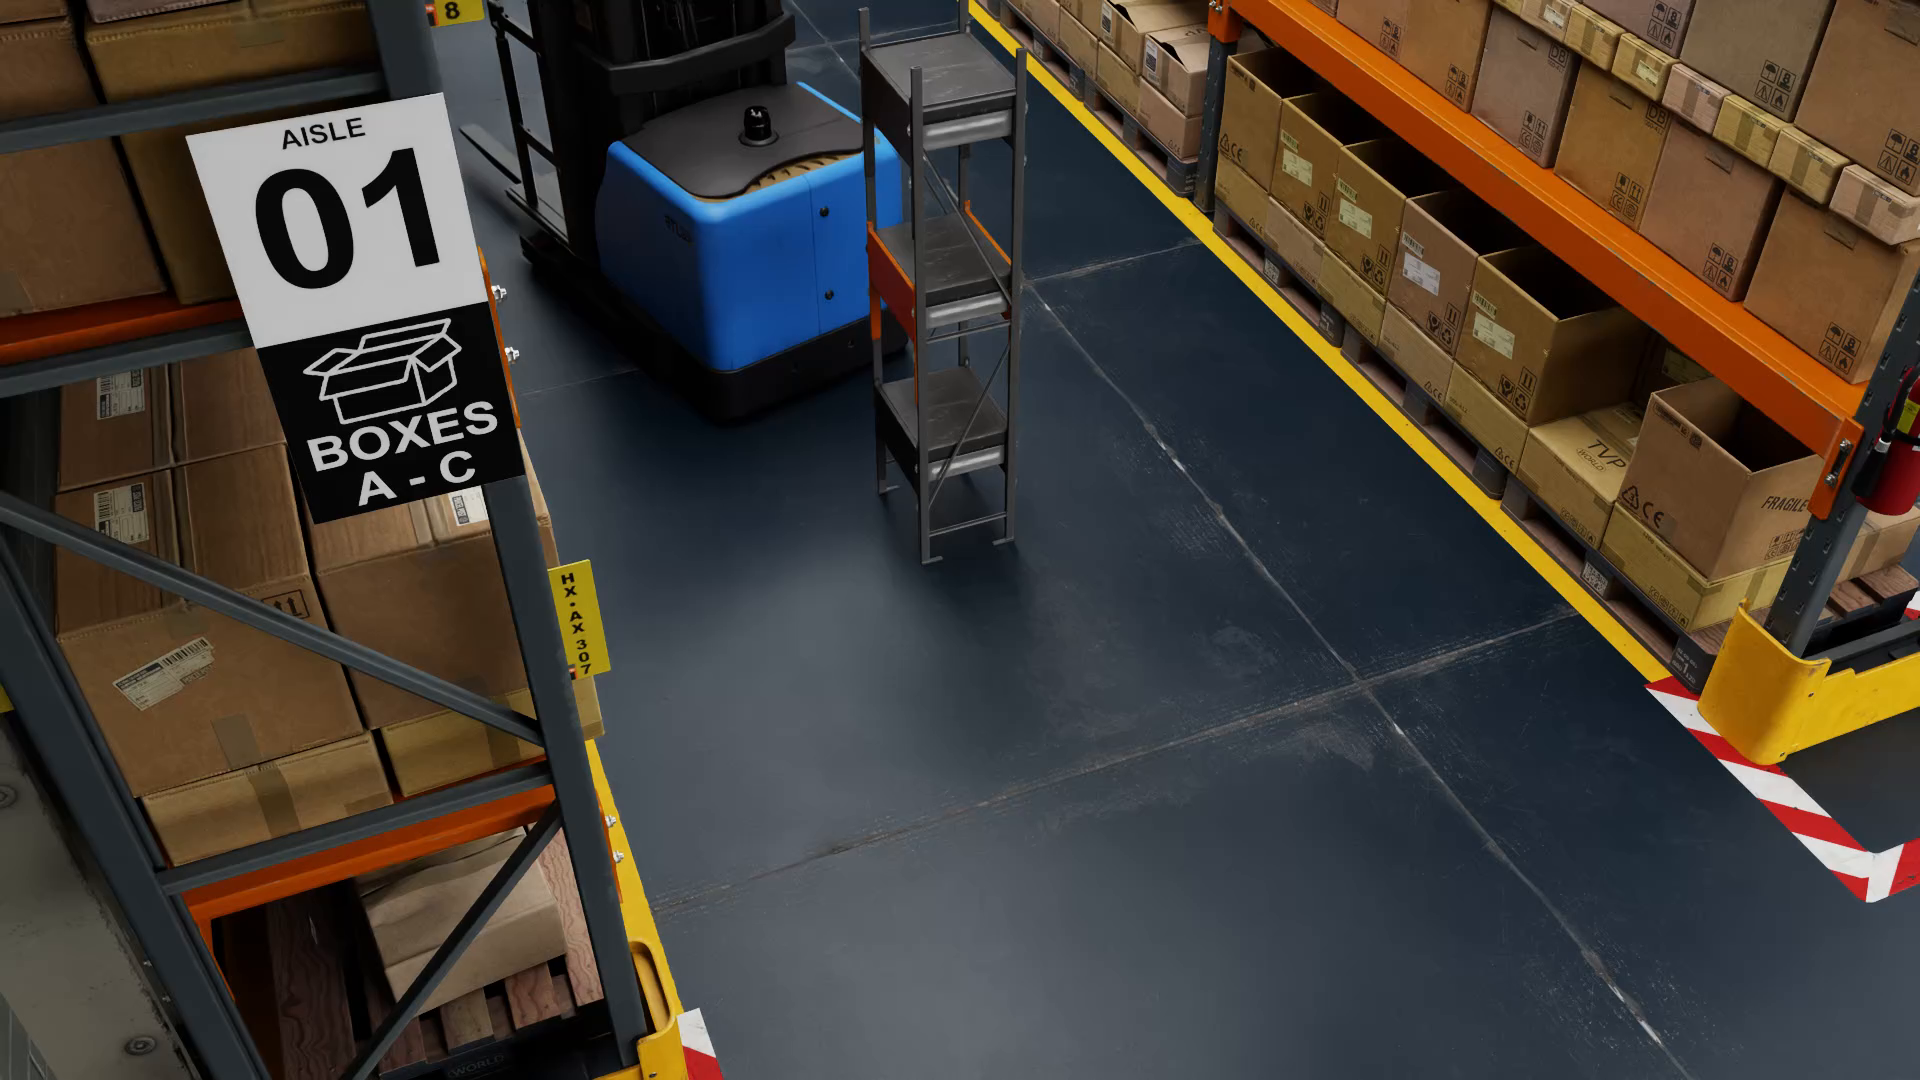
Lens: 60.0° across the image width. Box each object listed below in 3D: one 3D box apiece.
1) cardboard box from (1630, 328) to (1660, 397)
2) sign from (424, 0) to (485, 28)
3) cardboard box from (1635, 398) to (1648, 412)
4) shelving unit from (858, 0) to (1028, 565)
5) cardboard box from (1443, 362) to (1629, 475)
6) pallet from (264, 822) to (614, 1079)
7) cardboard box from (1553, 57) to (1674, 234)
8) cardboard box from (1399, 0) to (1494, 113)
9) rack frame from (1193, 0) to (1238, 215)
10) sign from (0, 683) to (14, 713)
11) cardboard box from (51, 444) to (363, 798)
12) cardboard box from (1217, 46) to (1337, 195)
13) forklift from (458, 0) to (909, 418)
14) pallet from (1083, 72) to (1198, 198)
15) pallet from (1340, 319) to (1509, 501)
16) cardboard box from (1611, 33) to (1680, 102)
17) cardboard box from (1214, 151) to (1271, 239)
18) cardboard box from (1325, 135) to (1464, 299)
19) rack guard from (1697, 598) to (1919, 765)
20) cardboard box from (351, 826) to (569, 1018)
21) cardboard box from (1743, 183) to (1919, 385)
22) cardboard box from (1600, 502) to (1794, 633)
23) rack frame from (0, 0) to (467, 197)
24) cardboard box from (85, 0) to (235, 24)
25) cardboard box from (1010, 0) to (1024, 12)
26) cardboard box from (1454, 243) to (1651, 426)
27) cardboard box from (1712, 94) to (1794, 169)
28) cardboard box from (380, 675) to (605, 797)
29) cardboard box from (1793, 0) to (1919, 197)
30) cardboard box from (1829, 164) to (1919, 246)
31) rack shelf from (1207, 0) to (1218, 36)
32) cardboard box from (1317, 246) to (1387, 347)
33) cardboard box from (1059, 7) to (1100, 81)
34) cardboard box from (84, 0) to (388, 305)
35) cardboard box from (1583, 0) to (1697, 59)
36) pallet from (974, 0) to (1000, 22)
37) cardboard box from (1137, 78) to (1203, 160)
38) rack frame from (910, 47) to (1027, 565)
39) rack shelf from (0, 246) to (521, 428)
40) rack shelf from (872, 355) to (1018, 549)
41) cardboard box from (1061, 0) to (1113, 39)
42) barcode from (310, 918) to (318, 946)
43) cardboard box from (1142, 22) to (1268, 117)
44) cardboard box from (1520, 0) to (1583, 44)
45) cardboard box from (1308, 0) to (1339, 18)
[{"bbox_3d":[2.855,-0.976,6.796,0.500,0.500,0.500,-15,43,-17],"label":"cardboard box"},{"bbox_3d":[-0.823,-0.963,2.599,0.100,0.325,0.005,-15,43,-17],"label":"sign"},{"bbox_3d":[3.057,-0.393,6.693,0.500,0.250,0.500,-15,43,-17],"label":"cardboard box"},{"bbox_3d":[-0.063,-0.896,6.181,0.431,2.100,0.503,-15,43,-17],"label":"shelving unit"},{"bbox_3d":[2.377,-0.562,6.890,0.500,0.250,0.500,-15,43,-17],"label":"cardboard box"},{"bbox_3d":[-1.632,1.154,5.246,1.003,0.211,1.213,-15,43,-17],"label":"pallet"},{"bbox_3d":[2.694,-1.535,6.158,0.700,0.500,0.500,-15,43,-17],"label":"cardboard box"},{"bbox_3d":[2.292,-2.160,6.884,0.700,0.500,0.500,-14,43,-16],"label":"cardboard box"},{"bbox_3d":[1.721,-3.007,7.946,1.000,3.000,0.127,-15,43,-17],"label":"rack frame"},{"bbox_3d":[-1.845,0.208,3.077,0.100,0.325,0.005,-15,43,-17],"label":"sign"},{"bbox_3d":[-1.701,0.175,3.771,0.500,0.500,0.500,-16,43,-17],"label":"cardboard box"},{"bbox_3d":[1.609,-2.050,8.046,0.500,0.500,0.500,-15,43,-17],"label":"cardboard box"},{"bbox_3d":[-1.535,-2.551,7.468,1.130,2.935,3.031,-27,47,-28],"label":"forklift"},{"bbox_3d":[1.403,-2.384,9.360,1.003,0.211,1.213,-15,43,-17],"label":"pallet"},{"bbox_3d":[2.457,-0.724,7.430,1.003,0.211,1.213,-15,43,-17],"label":"pallet"},{"bbox_3d":[2.534,-1.685,5.835,0.380,0.149,0.250,-14,43,-16],"label":"cardboard box"},{"bbox_3d":[1.618,-1.769,8.293,0.500,0.250,0.500,-15,43,-17],"label":"cardboard box"},{"bbox_3d":[1.991,-1.448,7.345,0.500,0.500,0.500,-15,43,-17],"label":"cardboard box"},{"bbox_3d":[3.260,0.365,5.942,1.175,0.500,0.348,-15,43,-17],"label":"rack guard"},{"bbox_3d":[-1.506,1.054,4.948,0.500,0.311,0.500,-20,45,-22],"label":"cardboard box"},{"bbox_3d":[3.084,-0.920,5.442,0.700,0.500,0.500,-15,43,-17],"label":"cardboard box"},{"bbox_3d":[2.773,0.037,6.194,0.500,0.250,0.500,-15,43,-17],"label":"cardboard box"},{"bbox_3d":[-1.324,-1.634,1.748,1.000,3.000,0.127,-15,43,-17],"label":"rack frame"},{"bbox_3d":[-1.247,-1.214,2.701,0.500,0.500,0.500,-18,44,-20],"label":"cardboard box"},{"bbox_3d":[0.517,-3.530,10.341,0.500,0.250,0.500,-16,43,-18],"label":"cardboard box"},{"bbox_3d":[2.375,-0.846,6.645,0.500,0.500,0.500,-15,43,-17],"label":"cardboard box"},{"bbox_3d":[2.729,-1.375,5.474,0.380,0.149,0.250,-16,43,-17],"label":"cardboard box"},{"bbox_3d":[-1.218,0.317,4.181,0.500,0.250,0.500,-16,43,-18],"label":"cardboard box"},{"bbox_3d":[3.064,-1.443,5.056,0.700,0.500,0.500,-15,43,-17],"label":"cardboard box"},{"bbox_3d":[2.929,-1.064,5.112,0.380,0.149,0.250,-16,43,-18],"label":"cardboard box"},{"bbox_3d":[0.955,-3.939,9.582,1.077,0.370,4.000,-15,43,-17],"label":"rack shelf"},{"bbox_3d":[1.991,-1.164,7.589,0.500,0.250,0.500,-15,43,-17],"label":"cardboard box"},{"bbox_3d":[0.906,-2.914,9.625,0.500,0.250,0.500,-14,43,-16],"label":"cardboard box"},{"bbox_3d":[-1.221,-0.806,2.994,0.500,0.500,0.500,-14,43,-16],"label":"cardboard box"},{"bbox_3d":[2.664,-2.062,5.776,0.700,0.500,0.500,-15,43,-17],"label":"cardboard box"},{"bbox_3d":[0.469,-3.854,11.069,1.003,0.211,1.213,-15,43,-17],"label":"pallet"},{"bbox_3d":[1.294,-2.301,8.912,0.500,0.250,0.500,-16,43,-17],"label":"cardboard box"},{"bbox_3d":[0.030,-0.749,6.010,0.400,2.100,0.015,-15,43,-17],"label":"rack frame"},{"bbox_3d":[-2.090,-1.429,4.362,1.077,0.370,4.000,-15,43,-17],"label":"rack shelf"},{"bbox_3d":[-0.063,-0.355,6.647,0.431,0.518,0.480,-15,43,-17],"label":"rack shelf"},{"bbox_3d":[0.907,-3.122,9.436,0.500,0.311,0.500,-15,43,-17],"label":"cardboard box"},{"bbox_3d":[-1.882,1.140,4.842,0.001,0.075,0.075,-15,43,-17],"label":"barcode"},{"bbox_3d":[1.301,-2.509,8.723,0.500,0.311,0.500,-15,43,-17],"label":"cardboard box"},{"bbox_3d":[2.333,-1.998,6.198,0.380,0.149,0.250,-16,43,-17],"label":"cardboard box"},{"bbox_3d":[1.896,-2.779,7.604,0.700,0.500,0.500,-16,43,-18],"label":"cardboard box"}]
